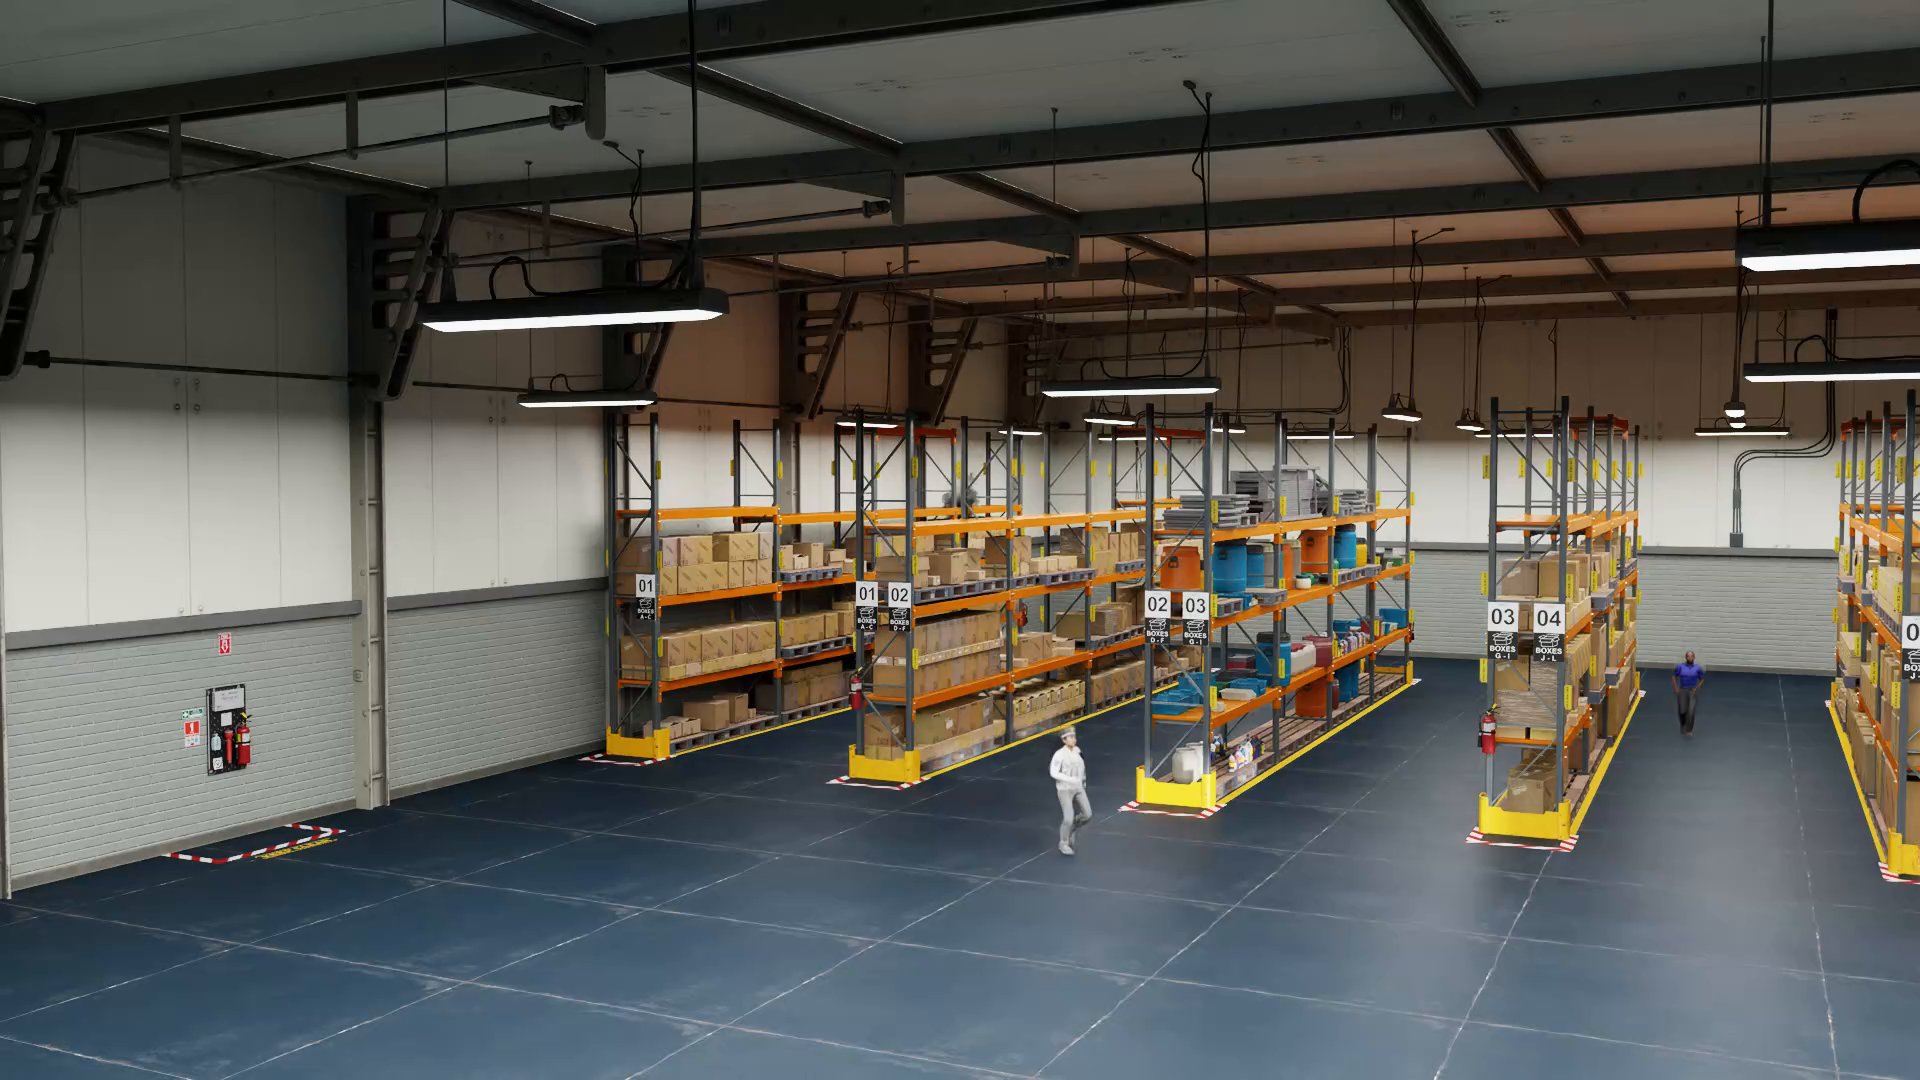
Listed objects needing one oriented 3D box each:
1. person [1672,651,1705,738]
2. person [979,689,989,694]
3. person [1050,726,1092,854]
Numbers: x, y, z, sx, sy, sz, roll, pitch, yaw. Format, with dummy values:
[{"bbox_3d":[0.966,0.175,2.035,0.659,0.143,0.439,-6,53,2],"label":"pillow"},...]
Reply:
[{"bbox_3d":[13.635,2.885,31.145,0.567,1.620,0.498,1,3,25],"label":"person"},{"bbox_3d":[0.526,2.658,35.608,0.622,1.737,0.878,1,3,26],"label":"person"},{"bbox_3d":[1.476,3.258,21.634,0.667,1.662,0.512,-2,3,-37],"label":"person"}]
